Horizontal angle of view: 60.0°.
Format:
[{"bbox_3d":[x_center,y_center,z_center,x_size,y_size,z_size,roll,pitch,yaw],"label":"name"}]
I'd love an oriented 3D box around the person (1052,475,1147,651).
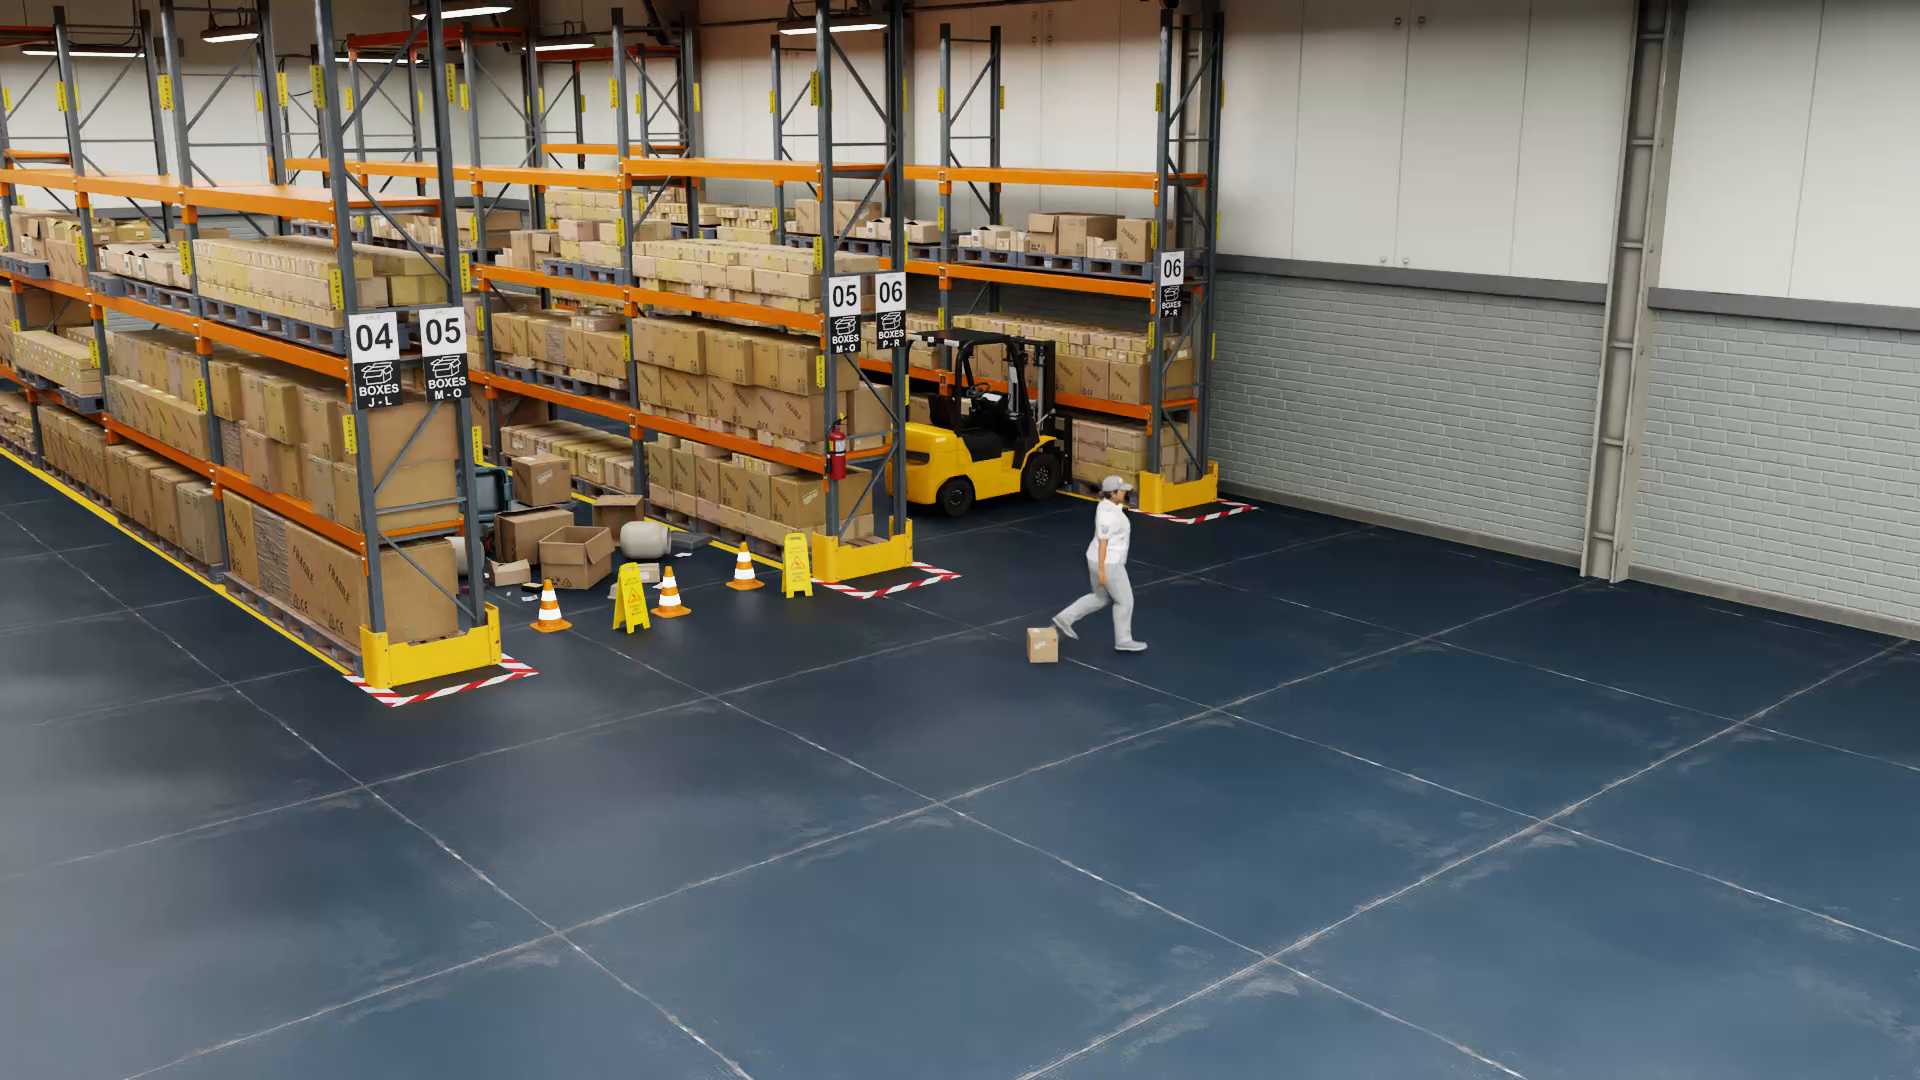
[{"bbox_3d":[1.300,0.196,15.197,0.854,1.623,0.488,1,14,2],"label":"person"}]
